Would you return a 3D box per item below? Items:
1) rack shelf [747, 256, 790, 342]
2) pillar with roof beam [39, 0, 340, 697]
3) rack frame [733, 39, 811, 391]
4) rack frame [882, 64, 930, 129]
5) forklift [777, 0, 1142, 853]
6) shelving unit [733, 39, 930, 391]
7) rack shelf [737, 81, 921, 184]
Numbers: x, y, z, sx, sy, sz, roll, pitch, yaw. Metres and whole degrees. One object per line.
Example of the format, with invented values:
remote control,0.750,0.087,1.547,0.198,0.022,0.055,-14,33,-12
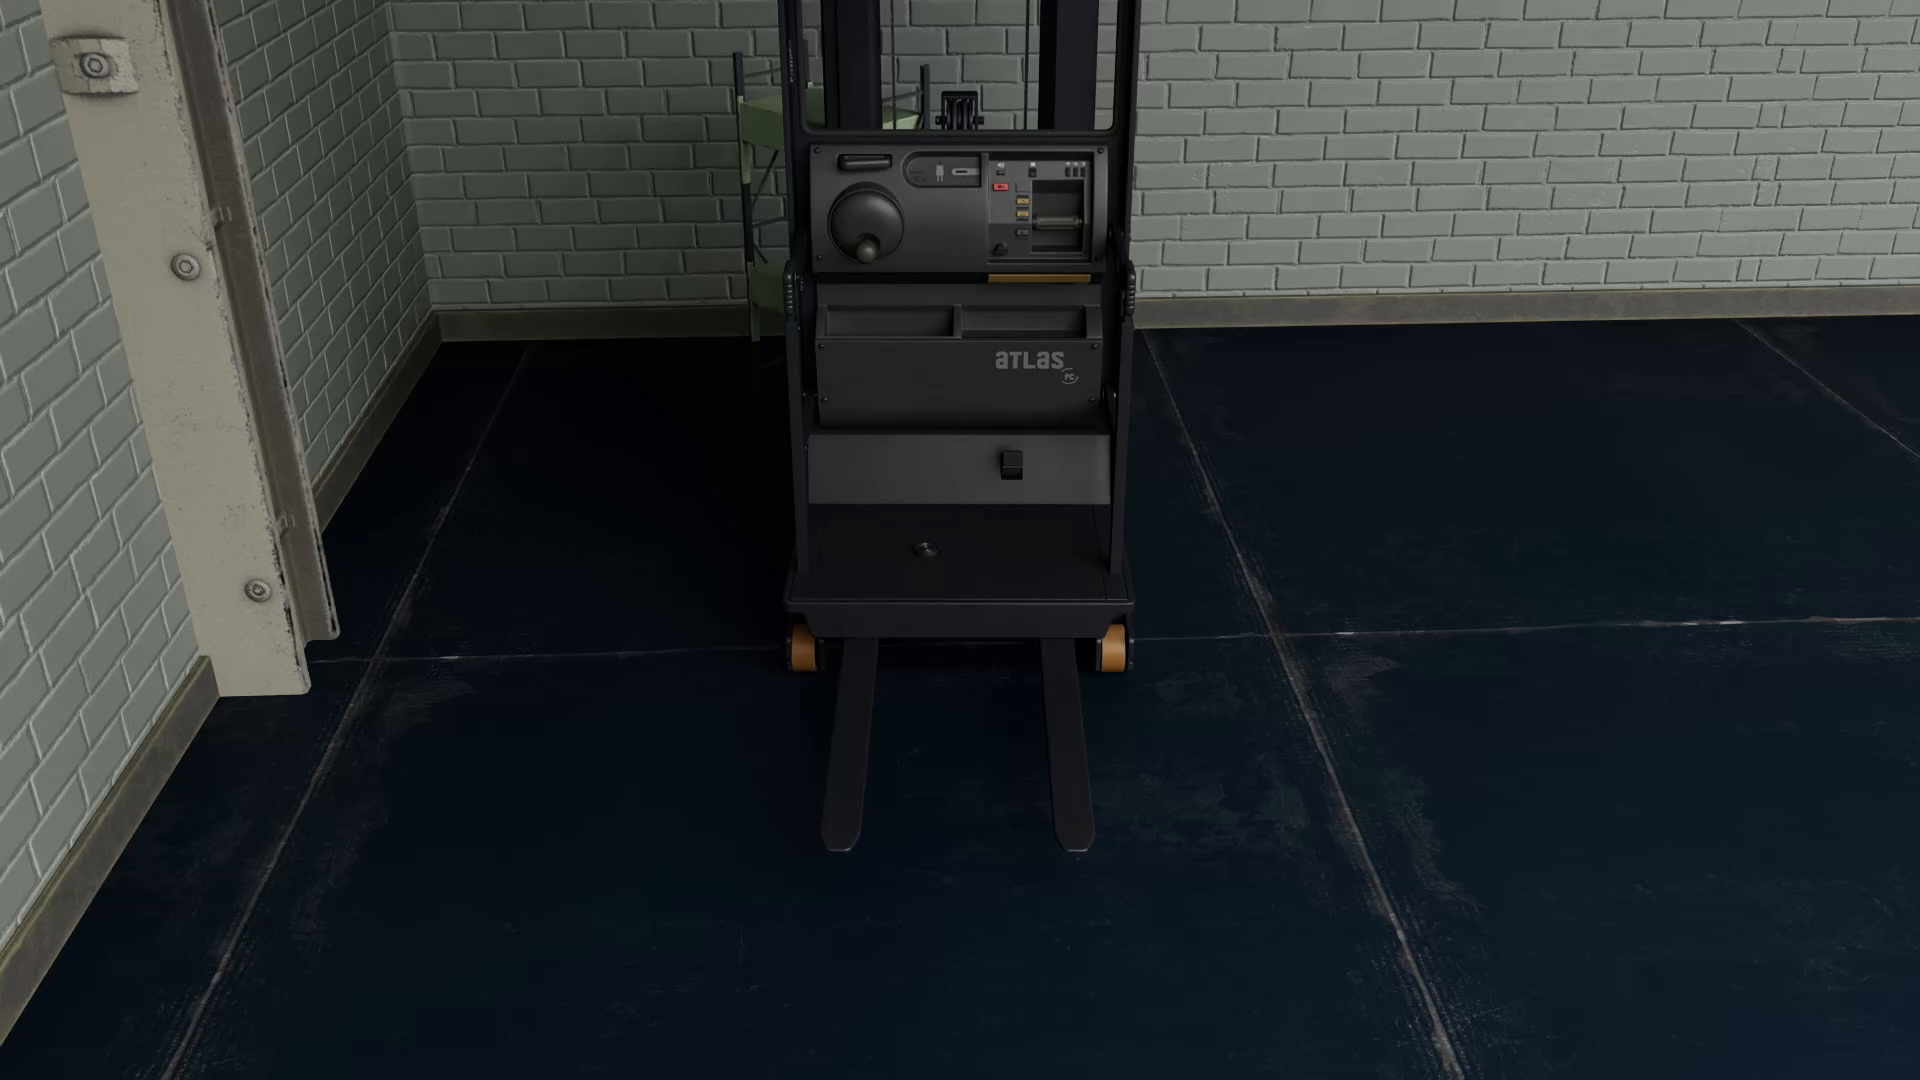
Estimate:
rack shelf,-0.530,-1.004,7.258,0.720,0.370,0.431,24,36,38
pillar with roof beam,2.049,-3.691,3.595,9.100,9.000,0.400,-1,28,-3
rack frame,-0.793,-1.411,7.333,0.023,1.500,0.400,24,36,38
rack frame,-0.267,-1.175,6.881,0.023,1.500,0.400,24,36,38
forklift,-0.002,-1.009,5.014,1.130,2.935,3.031,0,28,0
shelving unit,-0.530,-1.293,7.107,0.755,1.500,0.431,24,36,38
rack shelf,-0.530,-1.639,6.926,0.720,0.370,0.431,24,36,38
